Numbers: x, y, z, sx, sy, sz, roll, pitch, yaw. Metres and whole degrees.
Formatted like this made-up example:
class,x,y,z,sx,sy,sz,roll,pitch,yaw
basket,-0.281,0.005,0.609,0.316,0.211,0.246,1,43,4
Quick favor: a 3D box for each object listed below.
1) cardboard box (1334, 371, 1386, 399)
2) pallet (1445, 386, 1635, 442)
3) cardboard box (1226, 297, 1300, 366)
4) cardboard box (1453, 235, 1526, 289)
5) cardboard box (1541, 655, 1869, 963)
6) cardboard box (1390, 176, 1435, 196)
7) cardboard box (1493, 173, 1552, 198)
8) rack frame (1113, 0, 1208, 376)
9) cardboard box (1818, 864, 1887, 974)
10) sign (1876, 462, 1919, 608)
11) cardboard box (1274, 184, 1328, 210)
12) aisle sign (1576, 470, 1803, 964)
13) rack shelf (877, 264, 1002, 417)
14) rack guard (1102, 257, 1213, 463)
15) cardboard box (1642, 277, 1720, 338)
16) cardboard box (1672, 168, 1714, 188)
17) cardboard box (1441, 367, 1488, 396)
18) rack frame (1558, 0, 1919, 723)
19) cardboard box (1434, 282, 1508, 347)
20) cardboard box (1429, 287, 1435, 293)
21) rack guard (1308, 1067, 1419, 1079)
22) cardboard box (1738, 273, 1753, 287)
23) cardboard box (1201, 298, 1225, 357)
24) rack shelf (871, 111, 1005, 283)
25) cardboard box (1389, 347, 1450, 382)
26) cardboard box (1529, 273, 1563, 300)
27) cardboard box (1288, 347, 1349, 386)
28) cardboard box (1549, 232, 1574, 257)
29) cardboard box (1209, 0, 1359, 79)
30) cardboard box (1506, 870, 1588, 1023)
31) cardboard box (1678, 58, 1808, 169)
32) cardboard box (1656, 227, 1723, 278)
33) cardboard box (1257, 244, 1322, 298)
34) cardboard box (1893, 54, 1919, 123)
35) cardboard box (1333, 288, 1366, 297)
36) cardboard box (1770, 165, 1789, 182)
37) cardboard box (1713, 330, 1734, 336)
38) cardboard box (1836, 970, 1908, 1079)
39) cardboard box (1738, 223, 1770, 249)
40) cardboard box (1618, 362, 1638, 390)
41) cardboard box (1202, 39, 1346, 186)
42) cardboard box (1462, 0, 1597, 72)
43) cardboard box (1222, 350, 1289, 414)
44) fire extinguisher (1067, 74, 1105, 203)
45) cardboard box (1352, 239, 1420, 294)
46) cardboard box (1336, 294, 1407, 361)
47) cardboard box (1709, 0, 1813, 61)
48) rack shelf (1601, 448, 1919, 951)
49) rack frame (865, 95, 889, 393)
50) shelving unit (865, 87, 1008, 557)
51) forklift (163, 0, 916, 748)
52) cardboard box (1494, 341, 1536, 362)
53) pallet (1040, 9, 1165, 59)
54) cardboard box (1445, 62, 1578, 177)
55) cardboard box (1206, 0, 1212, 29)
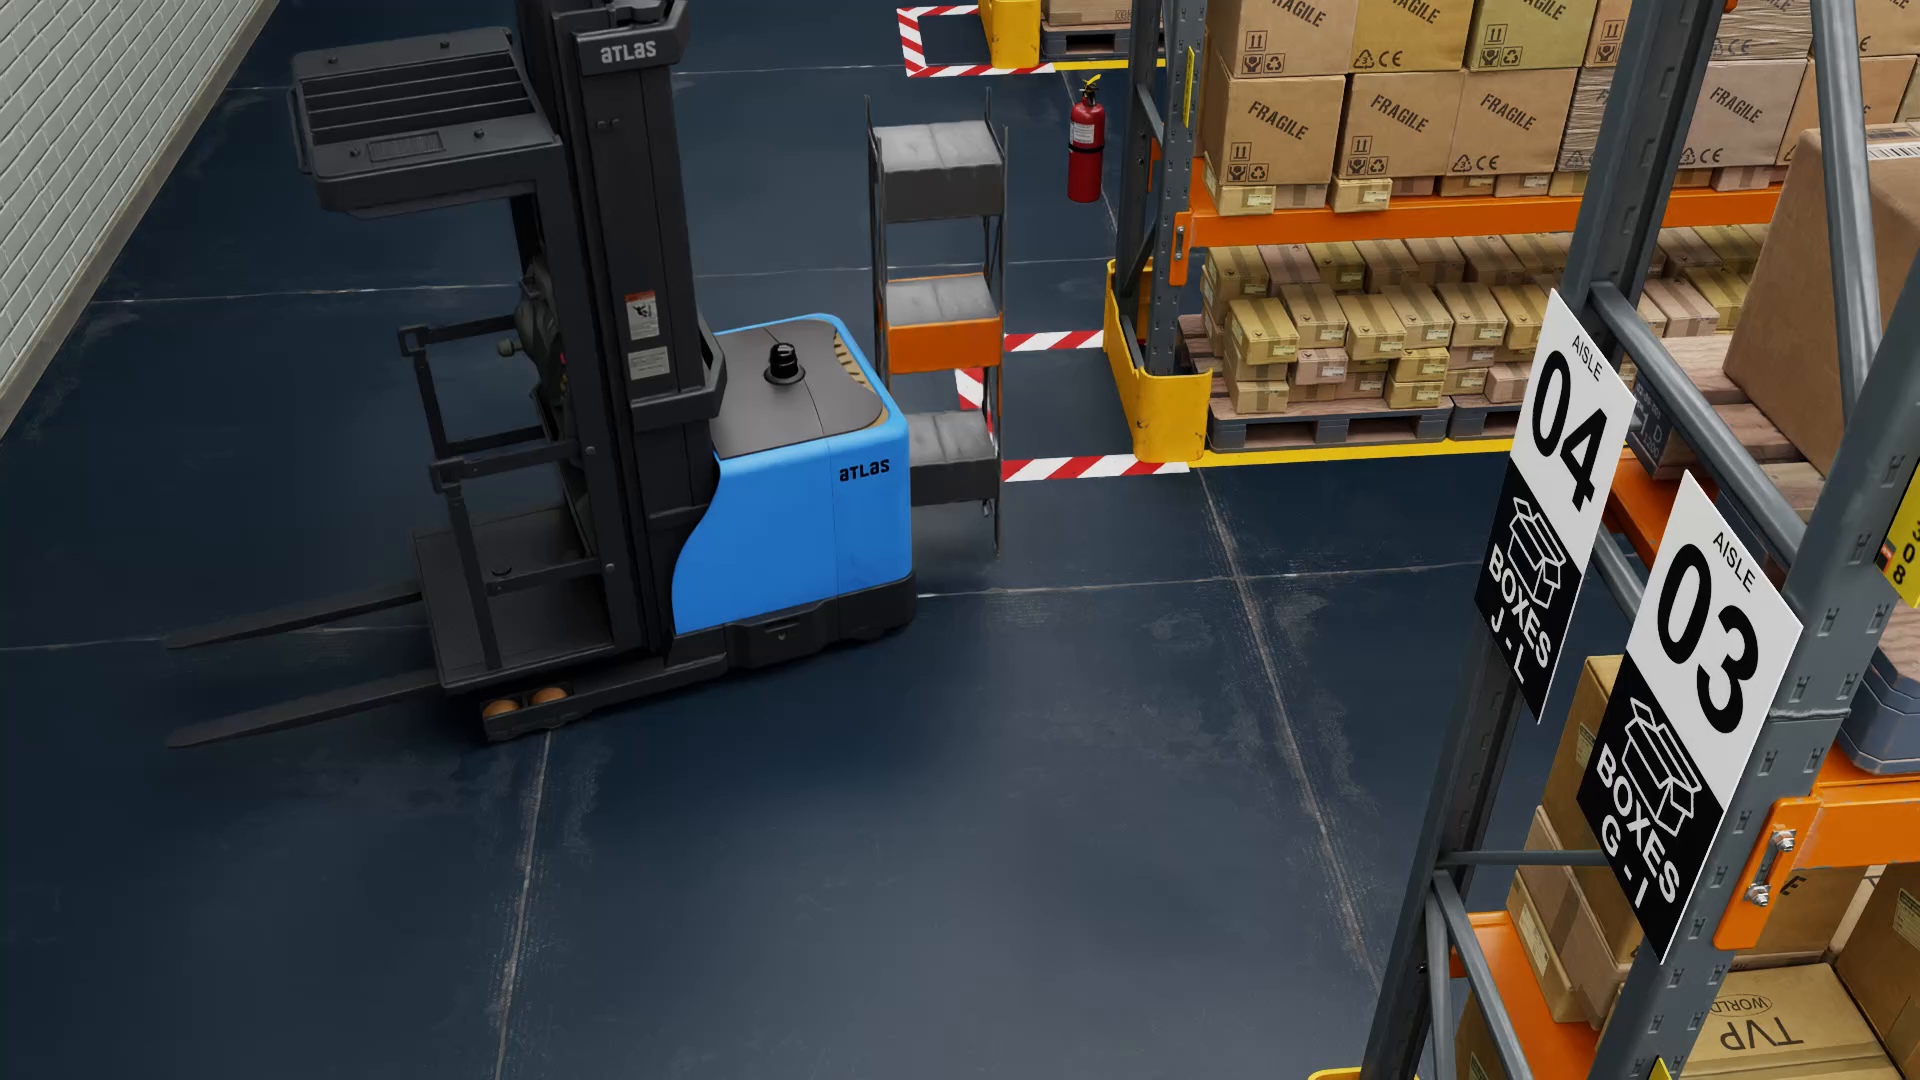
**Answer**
class,x,y,z,sx,sy,sz,roll,pitch,yaw
cardboard box,1.972,-0.879,8.405,0.250,0.149,0.380,-3,38,-3
pallet,3.022,-0.917,8.741,1.213,0.211,1.003,-3,38,-4
cardboard box,1.473,-1.018,8.101,0.250,0.149,0.380,-5,39,-6
cardboard box,2.727,-1.425,8.617,0.250,0.149,0.380,-4,38,-6
cardboard box,1.722,0.605,3.837,0.500,0.500,0.500,-3,38,-3
cardboard box,2.042,-1.756,7.757,0.250,0.149,0.380,-1,38,-2
cardboard box,2.562,-1.752,7.752,0.250,0.149,0.380,-4,38,-5
rack frame,0.921,-1.919,7.761,0.127,3.000,1.000,-3,38,-4
cardboard box,2.224,0.871,4.106,0.500,0.250,0.500,-4,38,-5
sign,1.303,-0.063,2.217,0.005,0.325,0.100,-3,38,-4
cardboard box,1.523,-1.676,7.655,0.250,0.149,0.380,-2,38,-2
aisle sign,1.215,0.315,2.831,0.004,0.787,0.394,-3,38,-4
rack shelf,-0.096,-0.834,7.134,0.480,0.518,0.431,-6,39,-7
rack guard,0.997,-0.942,8.541,0.348,0.500,1.175,-3,38,-4
cardboard box,3.549,-1.144,8.260,0.250,0.149,0.380,-5,39,-6
cardboard box,3.338,-1.808,7.822,0.250,0.149,0.380,-4,38,-5
cardboard box,2.482,-0.898,8.429,0.250,0.149,0.380,-3,38,-4
rack frame,1.260,-1.209,2.017,0.127,3.000,1.000,-3,38,-4
cardboard box,2.516,-1.116,8.225,0.250,0.149,0.380,-2,38,-2
cardboard box,2.454,-1.353,8.765,0.250,0.149,0.380,-3,38,-3
rack guard,1.236,2.129,4.648,0.348,0.500,1.175,-3,38,-4
cardboard box,4.076,-1.181,8.308,0.250,0.149,0.380,-3,38,-4
cardboard box,1.427,-1.123,8.714,0.250,0.149,0.380,-3,38,-3
rack shelf,-0.096,-1.384,6.701,0.480,0.518,0.431,-6,39,-7
cardboard box,2.245,-0.948,8.252,0.250,0.149,0.380,-2,38,-3
cardboard box,3.024,-1.175,8.300,0.250,0.149,0.380,-3,38,-4
cardboard box,1.744,-0.932,8.233,0.250,0.149,0.380,-3,38,-4
cardboard box,3.234,-1.446,8.644,0.250,0.149,0.380,-5,39,-6
cardboard box,1.392,-2.329,7.152,0.500,0.500,0.500,-3,38,-4
cardboard box,1.585,1.022,4.236,0.250,0.149,0.380,-2,38,-3
cardboard box,3.436,-2.040,7.593,0.500,0.500,0.500,-3,38,-4
cardboard box,3.759,-1.476,8.681,0.250,0.149,0.380,-4,38,-5
cardboard box,1.681,-1.362,8.537,0.250,0.149,0.380,-2,38,-3
cardboard box,4.449,-2.094,7.662,0.500,0.500,0.500,-3,38,-4
cardboard box,1.939,-1.317,8.719,0.250,0.149,0.380,-5,39,-6
cardboard box,3.860,-1.849,7.875,0.250,0.149,0.380,-4,38,-5
cardboard box,3.828,-1.087,8.428,0.250,0.149,0.380,-3,38,-4
cardboard box,2.279,1.196,3.693,0.500,0.250,0.500,-4,38,-5
cardboard box,4.264,-1.549,8.773,0.250,0.149,0.380,-1,38,-2
cardboard box,3.248,-0.923,8.461,0.250,0.149,0.380,-2,38,-3
cardboard box,1.393,-1.930,7.453,0.500,0.500,0.500,-1,38,-2
cardboard box,2.414,-2.375,7.211,0.500,0.500,0.500,-4,38,-5
cardboard box,1.471,-0.796,8.300,0.250,0.149,0.380,-2,38,-3
fire extinguisher,0.629,-2.014,8.244,0.183,0.674,0.296,-3,38,-4
cardboard box,2.192,-1.430,8.623,0.250,0.149,0.380,-5,39,-6
cardboard box,1.999,-1.042,8.131,0.250,0.149,0.380,-3,38,-4
cardboard box,3.436,-2.444,7.298,0.500,0.500,0.500,-2,38,-3
rack shelf,3.252,0.141,3.308,4.000,0.370,1.077,-3,38,-4
rack frame,-0.337,-0.821,7.095,0.015,2.100,0.400,-6,39,-7
shelving unit,-0.096,-0.845,7.126,0.503,2.100,0.431,-6,39,-7
forklift,-1.761,-0.713,6.287,3.031,2.935,1.130,-14,40,-17
cardboard box,2.767,-1.061,8.396,0.250,0.149,0.380,-1,38,-2
pallet,1.172,-3.965,12.605,1.213,0.211,1.003,-3,38,-4
cardboard box,2.413,-1.994,7.535,0.500,0.500,0.500,-3,38,-3
cardboard box,1.355,-2.647,7.555,0.500,0.500,0.500,-4,38,-5
